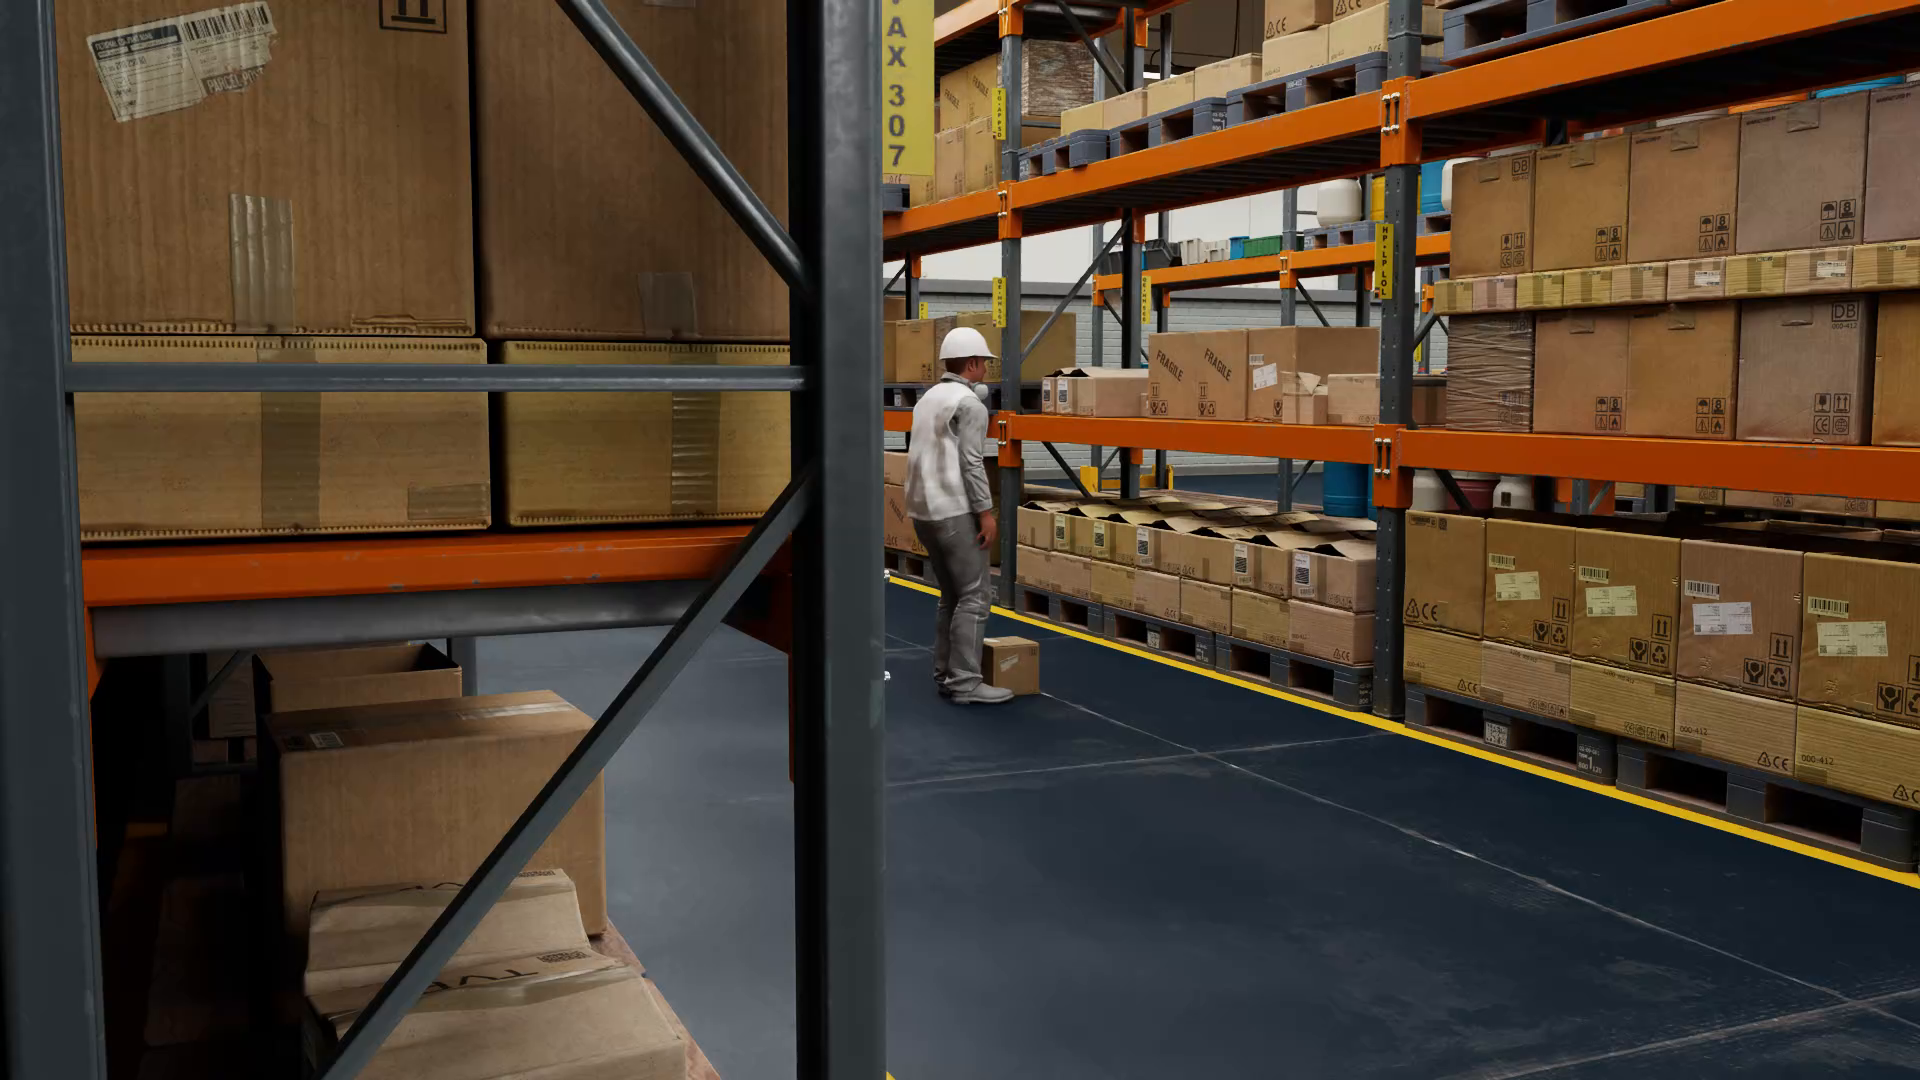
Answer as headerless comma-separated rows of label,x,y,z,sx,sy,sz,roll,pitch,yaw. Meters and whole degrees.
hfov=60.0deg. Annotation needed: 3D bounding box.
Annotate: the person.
person,-0.015,-0.127,7.973,0.475,1.771,0.592,-3,6,-27
